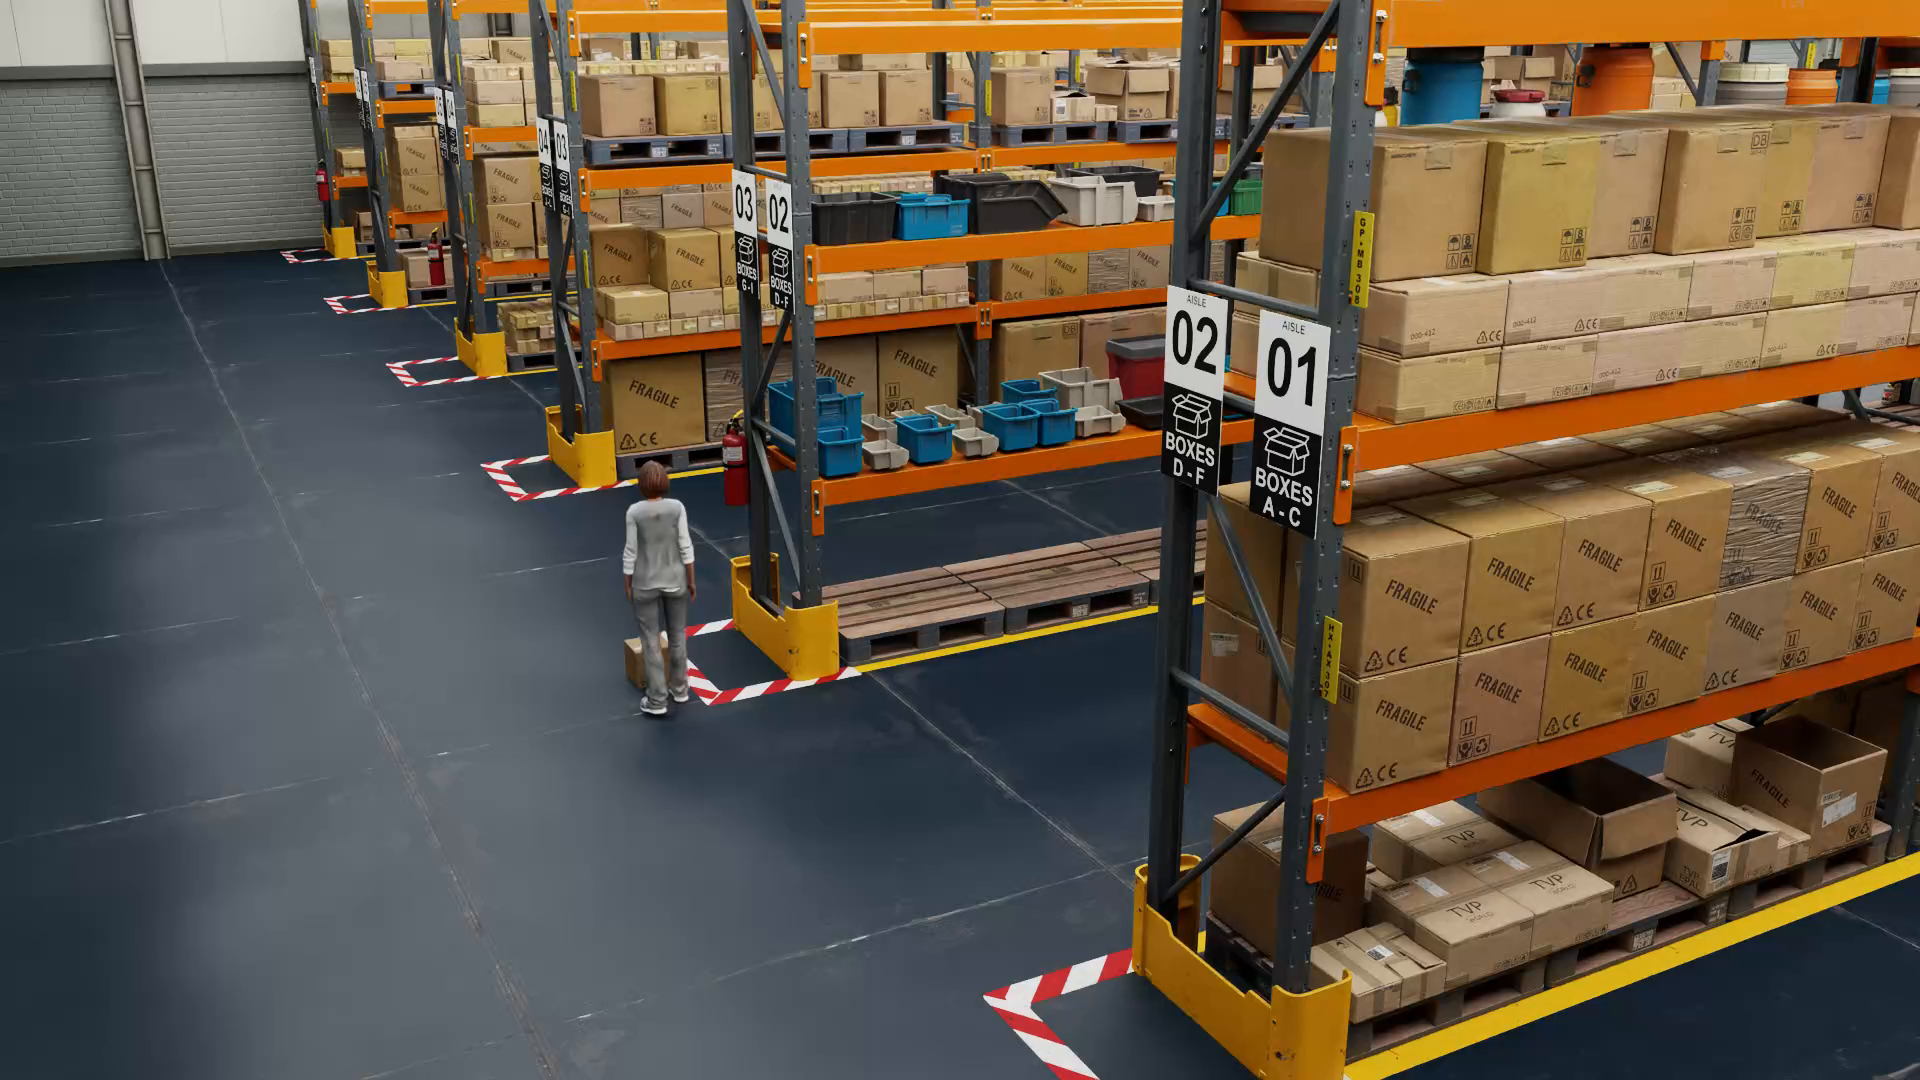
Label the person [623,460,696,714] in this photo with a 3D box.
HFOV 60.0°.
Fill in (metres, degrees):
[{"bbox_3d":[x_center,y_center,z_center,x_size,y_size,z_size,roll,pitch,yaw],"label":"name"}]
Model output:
[{"bbox_3d":[-1.860,0.283,10.296,0.432,1.603,0.480,-7,20,-20],"label":"person"}]
